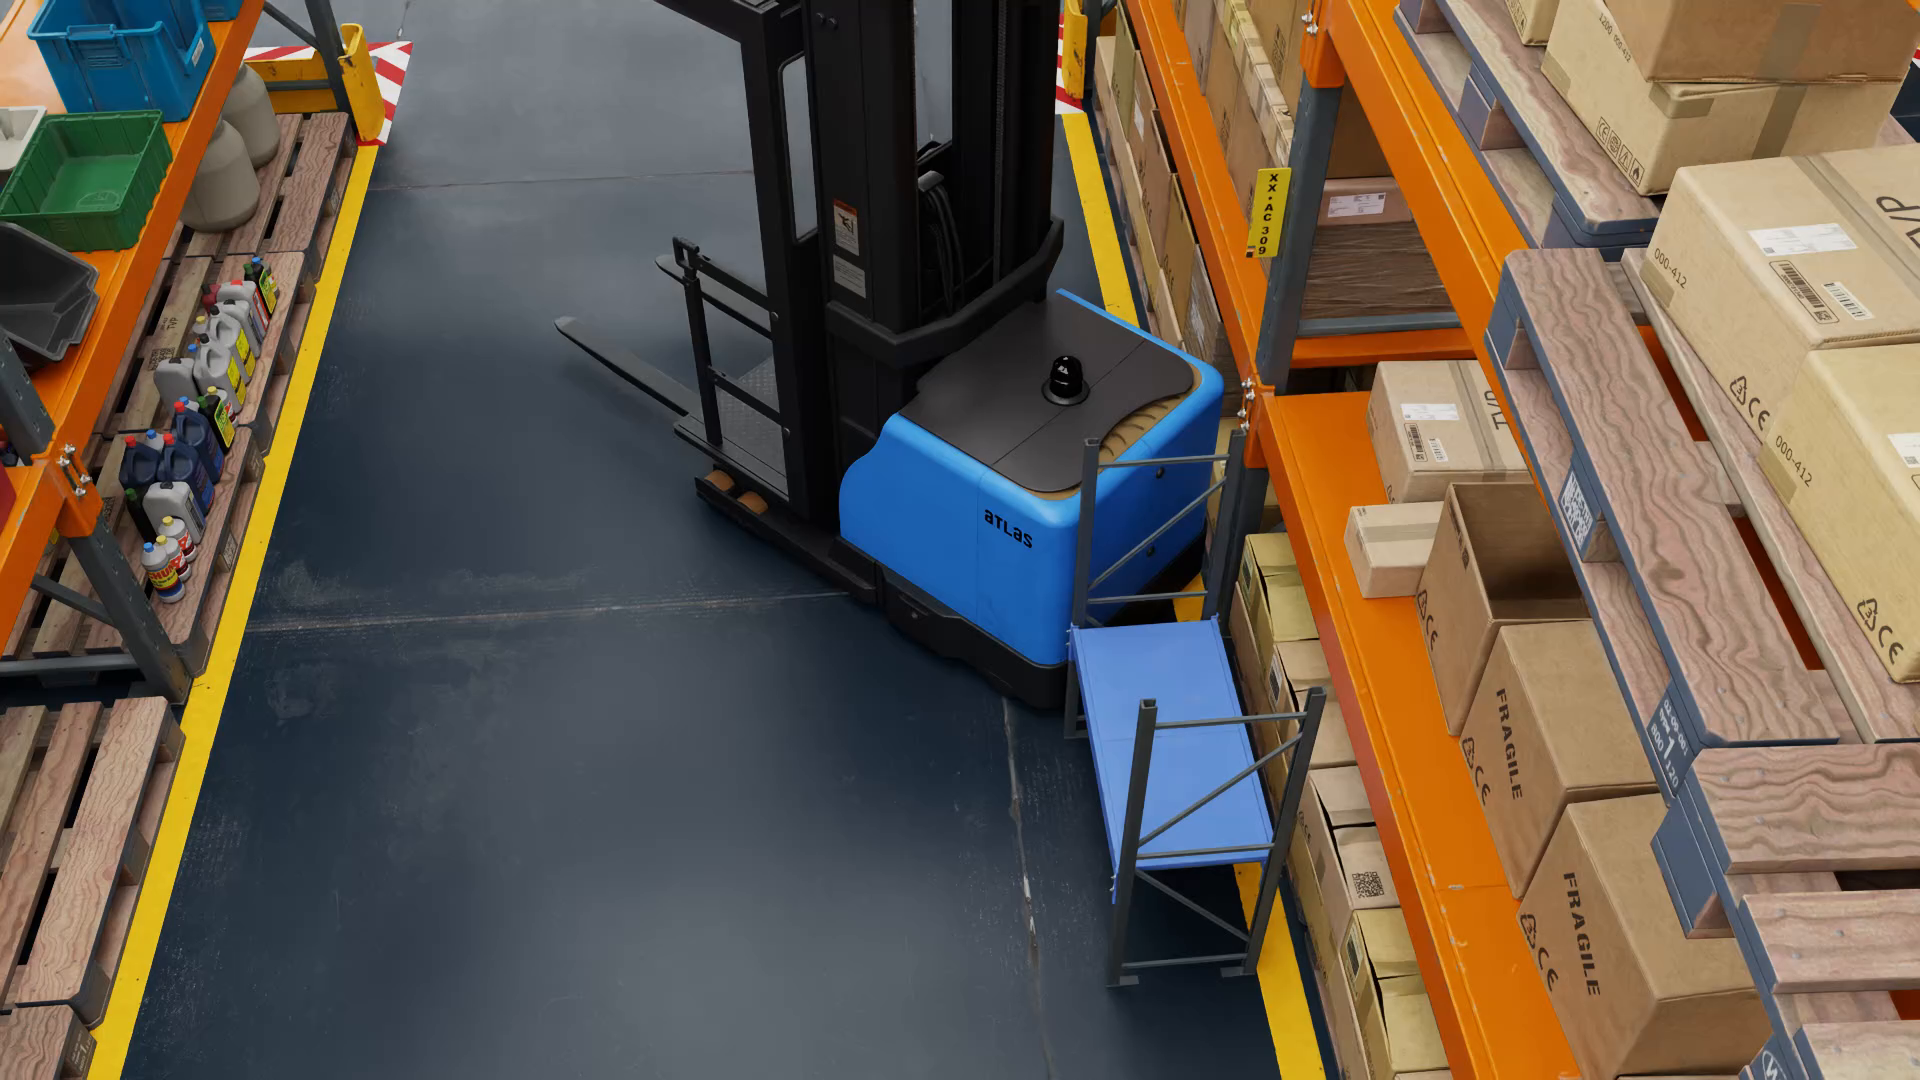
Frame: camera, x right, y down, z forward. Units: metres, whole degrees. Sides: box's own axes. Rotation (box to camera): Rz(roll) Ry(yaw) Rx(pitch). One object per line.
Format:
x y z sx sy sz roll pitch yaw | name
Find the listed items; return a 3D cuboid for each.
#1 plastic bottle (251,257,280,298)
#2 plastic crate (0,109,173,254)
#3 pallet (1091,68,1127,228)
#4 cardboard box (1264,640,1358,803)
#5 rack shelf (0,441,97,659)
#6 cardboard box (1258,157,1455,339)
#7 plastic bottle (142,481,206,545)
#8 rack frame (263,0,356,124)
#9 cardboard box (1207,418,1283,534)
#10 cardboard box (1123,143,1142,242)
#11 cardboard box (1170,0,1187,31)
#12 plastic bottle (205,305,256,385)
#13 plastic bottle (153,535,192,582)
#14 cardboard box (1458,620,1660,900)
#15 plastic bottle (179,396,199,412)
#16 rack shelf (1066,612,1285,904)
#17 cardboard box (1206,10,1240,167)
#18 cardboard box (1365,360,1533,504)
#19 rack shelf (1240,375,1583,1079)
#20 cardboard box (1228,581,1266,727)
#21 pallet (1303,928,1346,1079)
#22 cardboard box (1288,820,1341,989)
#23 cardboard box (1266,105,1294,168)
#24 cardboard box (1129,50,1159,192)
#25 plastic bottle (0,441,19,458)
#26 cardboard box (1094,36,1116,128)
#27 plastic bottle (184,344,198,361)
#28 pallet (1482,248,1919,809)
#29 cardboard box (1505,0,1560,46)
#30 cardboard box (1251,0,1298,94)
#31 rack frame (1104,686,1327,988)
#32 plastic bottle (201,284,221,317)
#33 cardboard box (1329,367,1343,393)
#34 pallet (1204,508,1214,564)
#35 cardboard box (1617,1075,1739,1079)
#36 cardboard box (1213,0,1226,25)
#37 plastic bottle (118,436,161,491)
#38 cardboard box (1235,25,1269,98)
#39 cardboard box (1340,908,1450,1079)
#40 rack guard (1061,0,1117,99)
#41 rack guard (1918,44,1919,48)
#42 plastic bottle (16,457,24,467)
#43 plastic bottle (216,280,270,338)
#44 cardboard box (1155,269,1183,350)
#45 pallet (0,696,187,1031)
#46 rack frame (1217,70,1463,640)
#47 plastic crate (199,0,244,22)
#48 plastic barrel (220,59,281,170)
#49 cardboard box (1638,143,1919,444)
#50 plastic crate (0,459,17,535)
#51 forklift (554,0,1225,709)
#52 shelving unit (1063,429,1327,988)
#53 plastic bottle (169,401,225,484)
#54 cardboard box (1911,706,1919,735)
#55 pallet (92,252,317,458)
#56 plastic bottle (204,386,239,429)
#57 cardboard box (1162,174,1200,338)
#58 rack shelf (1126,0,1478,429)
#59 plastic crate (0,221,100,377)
-3.179 -1.197 7.579 0.097 0.201 0.097 0 47 0 | plastic bottle
-3.267 -1.343 6.238 0.450 0.188 0.662 -3 47 -3 | plastic crate
1.272 -2.099 8.729 1.003 0.211 1.213 -3 47 -3 | pallet
1.324 0.570 5.499 0.500 0.311 0.500 -4 47 -4 | cardboard box
-3.268 1.278 4.106 1.077 0.370 4.000 -3 47 -3 | rack shelf
1.458 -1.070 5.765 0.700 0.500 0.500 -5 47 -4 | cardboard box
-3.079 -0.121 6.508 0.152 0.276 0.135 -2 47 -2 | plastic bottle
-3.770 -3.310 7.956 1.000 3.000 0.127 -3 47 -3 | rack frame
1.245 -0.236 6.649 0.500 0.250 0.500 -3 47 -3 | cardboard box
1.077 -1.683 8.019 0.500 0.250 0.500 -3 47 -3 | cardboard box
1.277 -2.565 7.181 0.700 0.500 0.500 -3 47 -3 | cardboard box
-3.156 -0.845 7.142 0.144 0.351 0.185 -2 47 -2 | plastic bottle
-3.033 0.064 6.384 0.097 0.201 0.097 0 47 0 | plastic bottle
1.635 0.551 4.230 0.500 0.500 0.500 -3 47 -3 | cardboard box
-3.154 -0.479 6.851 0.097 0.271 0.097 0 47 0 | plastic bottle
0.681 0.690 5.448 0.538 0.185 1.000 -4 47 -4 | rack shelf
1.369 -1.814 6.470 0.700 0.500 0.500 -3 47 -3 | cardboard box
1.586 -0.310 5.217 0.500 0.250 0.500 -1 47 -1 | cardboard box
1.669 0.980 4.388 1.077 0.370 4.000 -3 47 -3 | rack shelf
1.288 0.393 6.053 0.500 0.250 0.500 -5 47 -4 | cardboard box
1.707 1.659 5.169 1.003 0.211 1.213 -3 47 -3 | pallet
1.376 1.138 5.348 0.500 0.250 0.500 -5 47 -5 | cardboard box
1.246 -1.335 5.569 0.380 0.149 0.250 -4 47 -4 | cardboard box
1.088 -1.941 7.747 0.500 0.500 0.500 -3 47 -3 | cardboard box
-3.847 -0.336 6.707 0.061 0.283 0.133 -1 47 -1 | plastic bottle
0.990 -2.406 8.704 0.500 0.250 0.500 -3 47 -3 | cardboard box
-3.273 -0.754 7.159 0.097 0.201 0.097 0 47 0 | plastic bottle
1.594 -0.082 2.962 1.003 0.211 1.213 -2 47 -1 | pallet
1.543 -1.393 3.888 0.500 0.250 0.500 1 47 1 | cardboard box
1.414 -1.881 5.640 0.700 0.500 0.500 -4 47 -3 | cardboard box
0.729 0.933 4.969 0.500 1.500 0.032 -4 47 -4 | rack frame
-3.291 -1.035 7.368 0.061 0.283 0.133 -3 47 -3 | plastic bottle
1.725 -0.887 6.749 0.500 0.500 0.500 -3 47 -3 | cardboard box
1.476 -0.334 7.057 1.003 0.211 1.213 -3 47 -3 | pallet
1.673 1.346 3.718 0.380 0.149 0.250 0 47 0 | cardboard box
1.160 -2.075 6.270 0.380 0.149 0.250 -2 47 -2 | cardboard box
-3.233 -0.257 6.586 0.144 0.351 0.185 -3 47 -3 | plastic bottle
1.199 -1.714 5.928 0.380 0.149 0.250 -4 47 -3 | cardboard box
1.418 1.320 4.789 0.500 0.311 0.500 -2 47 -2 | cardboard box
1.164 -2.767 9.162 1.175 0.500 0.348 -3 47 -3 | rack guard
6.109 -2.998 9.382 1.175 0.500 0.348 -3 47 -3 | rack guard
-3.647 -0.246 6.626 0.152 0.276 0.135 -3 47 -3 | plastic bottle
-3.185 -1.039 7.378 0.152 0.276 0.135 -3 47 -3 | plastic bottle
1.156 -0.959 7.333 0.500 0.250 0.500 -3 47 -3 | cardboard box
-3.331 1.108 5.691 1.003 0.211 1.213 -3 47 -3 | pallet
1.501 -0.715 5.498 1.000 3.000 0.127 -3 47 -3 | rack frame
-3.381 -2.445 7.239 0.499 0.251 0.408 -3 47 -3 | plastic crate
-3.639 -2.128 8.260 0.421 0.512 0.421 0 47 0 | plastic barrel
1.600 -0.452 2.997 0.500 0.250 0.500 -7 47 -7 | cardboard box
-3.090 -0.107 4.878 0.402 0.464 0.583 -3 47 -3 | plastic crate
-0.473 -1.304 6.103 3.031 2.935 1.130 32 54 27 | forklift
0.681 0.566 5.318 0.538 1.500 1.048 -4 47 -4 | shelving unit
-3.105 -0.403 6.723 0.144 0.351 0.185 -5 47 -5 | plastic bottle
1.680 0.352 2.235 0.500 0.250 0.500 -2 47 -2 | cardboard box
-3.555 -0.831 7.528 1.003 0.211 1.213 -3 47 -3 | pallet
-3.105 -0.557 6.973 0.097 0.201 0.097 0 47 0 | plastic bottle
1.169 -1.218 7.062 0.500 0.500 0.500 -3 47 -3 | cardboard box
1.334 -1.914 7.129 1.077 0.370 4.000 -3 47 -3 | rack shelf
-3.352 -0.782 5.604 0.767 0.338 0.504 -3 47 -3 | plastic crate
